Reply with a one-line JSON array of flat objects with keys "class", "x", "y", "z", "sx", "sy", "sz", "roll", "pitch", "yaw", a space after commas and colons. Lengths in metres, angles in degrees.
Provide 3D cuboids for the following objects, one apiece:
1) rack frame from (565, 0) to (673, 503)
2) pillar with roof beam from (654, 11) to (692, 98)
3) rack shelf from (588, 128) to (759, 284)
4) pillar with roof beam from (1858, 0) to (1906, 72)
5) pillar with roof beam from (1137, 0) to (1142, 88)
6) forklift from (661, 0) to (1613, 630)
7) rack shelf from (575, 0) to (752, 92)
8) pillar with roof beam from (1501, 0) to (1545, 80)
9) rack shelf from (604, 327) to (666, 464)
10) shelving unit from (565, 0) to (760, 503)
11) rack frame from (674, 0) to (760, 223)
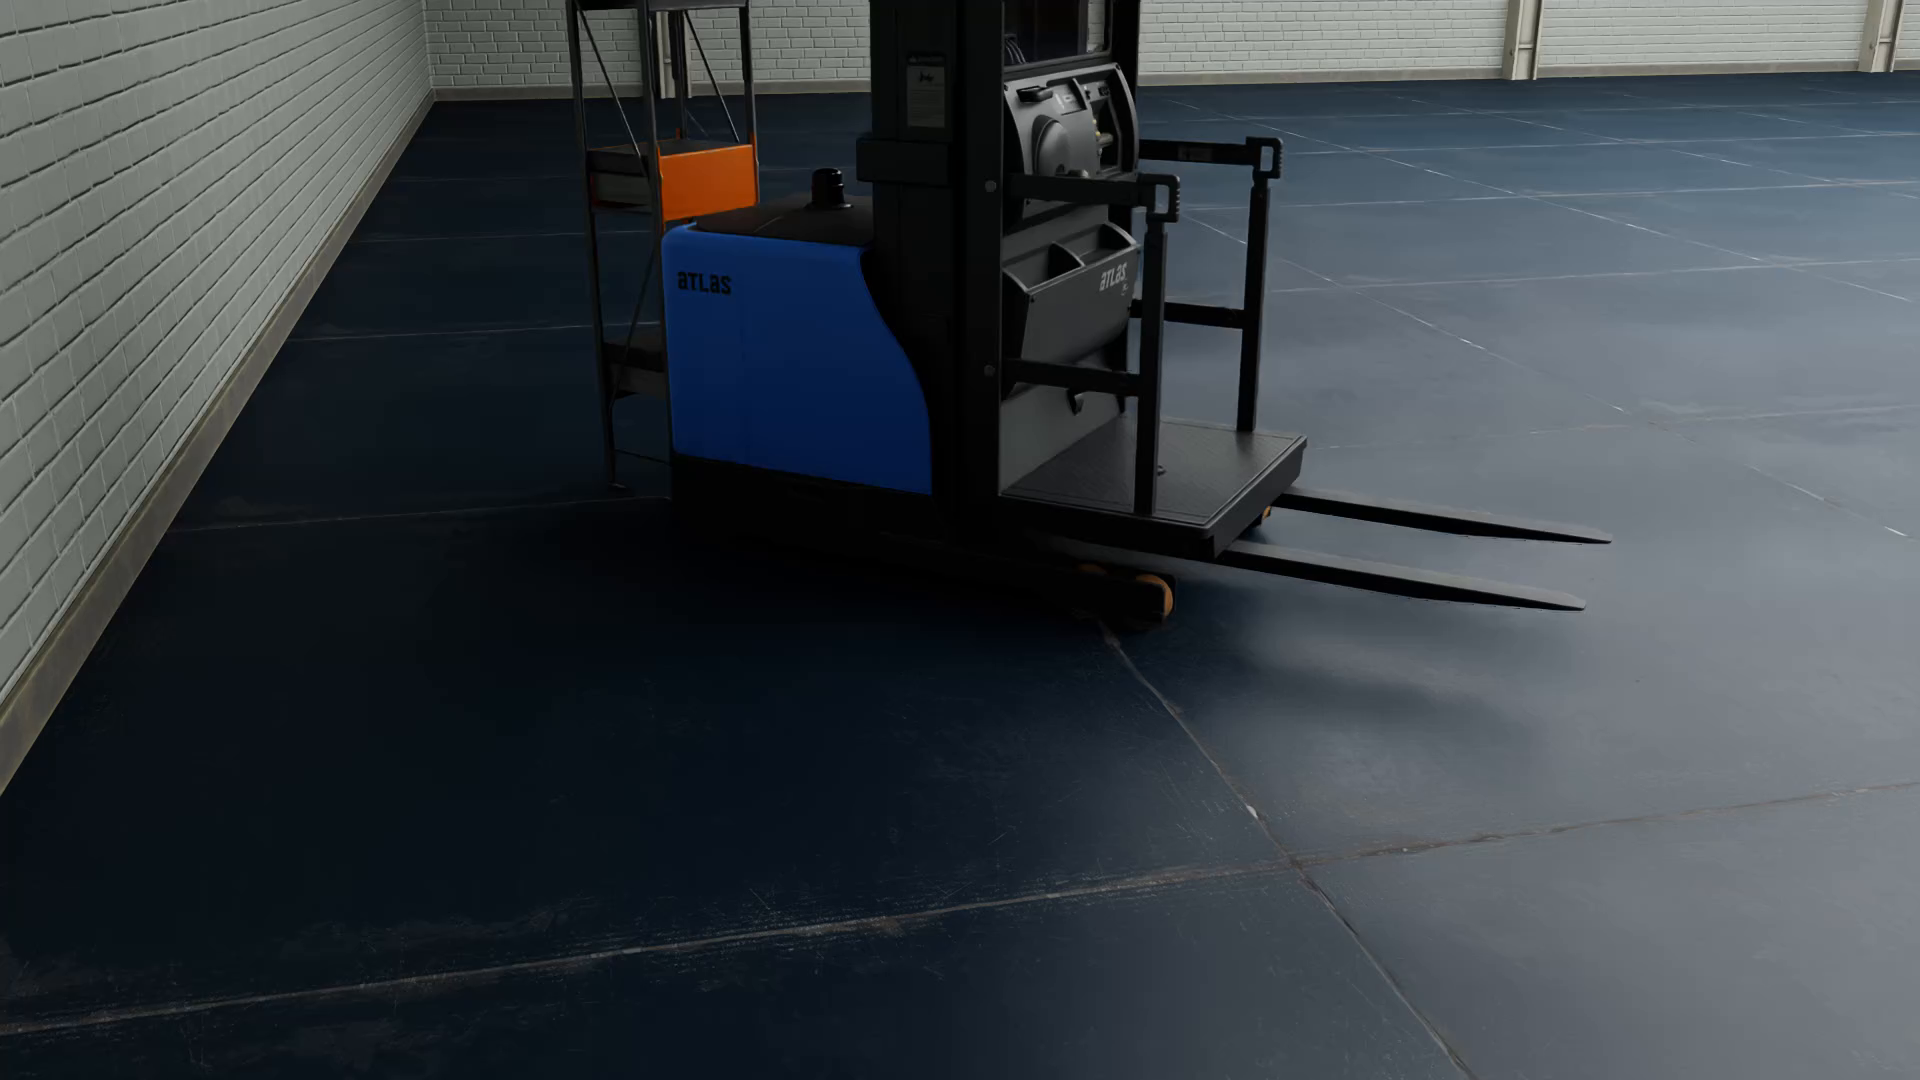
[{"class": "rack frame", "x": -1.202, "y": -1.159, "z": 5.916, "sx": 0.400, "sy": 2.100, "sz": 0.015, "roll": 14, "pitch": 24, "yaw": 35}, {"class": "pillar with roof beam", "x": -2.657, "y": -8.466, "z": 15.844, "sx": 0.400, "sy": 9.000, "sz": 9.100, "roll": -5, "pitch": 21, "yaw": -12}, {"class": "rack shelf", "x": -1.053, "y": -1.213, "z": 6.103, "sx": 0.431, "sy": 0.518, "sz": 0.480, "roll": 14, "pitch": 24, "yaw": 35}, {"class": "pillar with roof beam", "x": 14.860, "y": -9.891, "z": 19.733, "sx": 0.400, "sy": 9.000, "sz": 9.100, "roll": -5, "pitch": 21, "yaw": -12}, {"class": "pillar with roof beam", "x": 3.182, "y": -8.941, "z": 17.140, "sx": 0.400, "sy": 9.000, "sz": 9.100, "roll": -5, "pitch": 21, "yaw": -12}, {"class": "forklift", "x": 0.540, "y": -1.312, "z": 5.134, "sx": 3.031, "sy": 2.935, "sz": 1.130, "roll": 10, "pitch": 22, "yaw": 25}, {"class": "rack shelf", "x": -1.063, "y": -1.873, "z": 5.868, "sx": 0.431, "sy": 0.518, "sz": 0.480, "roll": 14, "pitch": 24, "yaw": 35}, {"class": "pillar with roof beam", "x": 9.021, "y": -9.416, "z": 18.437, "sx": 0.400, "sy": 9.000, "sz": 9.100, "roll": -5, "pitch": 21, "yaw": -12}, {"class": "rack shelf", "x": -1.044, "y": -0.554, "z": 6.337, "sx": 0.431, "sy": 0.518, "sz": 0.480, "roll": 14, "pitch": 24, "yaw": 35}, {"class": "shelving unit", "x": -1.054, "y": -1.226, "z": 6.098, "sx": 0.431, "sy": 2.100, "sz": 0.503, "roll": 14, "pitch": 24, "yaw": 35}, {"class": "rack frame", "x": -0.905, "y": -1.293, "z": 6.280, "sx": 0.400, "sy": 2.100, "sz": 0.015, "roll": 14, "pitch": 24, "yaw": 35}]
